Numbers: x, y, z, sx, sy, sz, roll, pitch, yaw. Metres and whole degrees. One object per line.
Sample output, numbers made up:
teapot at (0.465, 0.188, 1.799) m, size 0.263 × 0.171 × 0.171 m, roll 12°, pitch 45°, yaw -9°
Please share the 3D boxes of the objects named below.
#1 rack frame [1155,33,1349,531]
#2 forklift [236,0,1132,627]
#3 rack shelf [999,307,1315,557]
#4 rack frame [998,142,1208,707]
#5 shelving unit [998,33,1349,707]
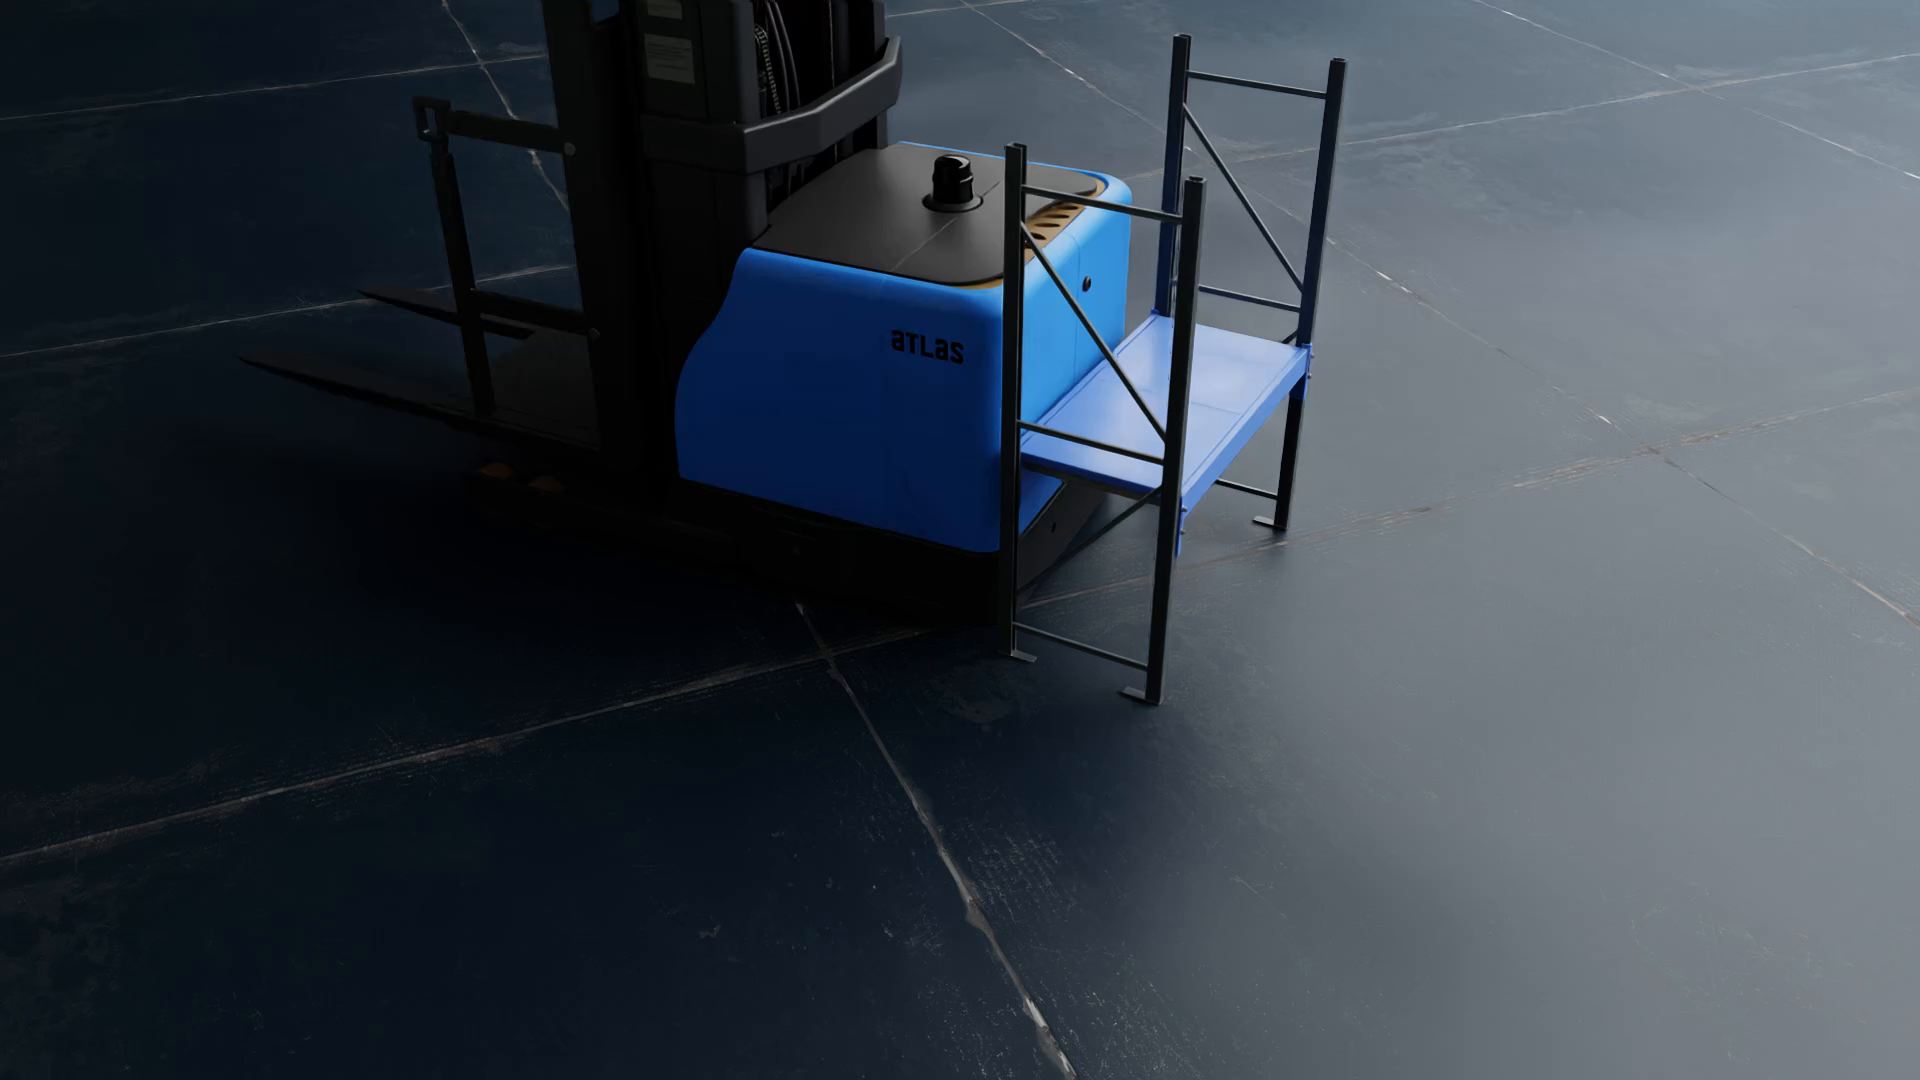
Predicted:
rack frame at (0.827, -0.731, 4.998) m, size 0.500 × 1.500 × 0.032 m, roll 17°, pitch 37°, yaw 24°
forklift at (-1.034, -1.511, 4.884) m, size 3.031 × 2.935 × 1.130 m, roll 14°, pitch 36°, yaw 21°
rack shelf at (0.580, -0.338, 4.723) m, size 0.538 × 0.185 × 1.000 m, roll 17°, pitch 37°, yaw 24°
rack frame at (0.334, -0.246, 4.253) m, size 0.500 × 1.500 × 0.032 m, roll 17°, pitch 37°, yaw 24°
shelving unit at (0.580, -0.488, 4.625) m, size 0.538 × 1.500 × 1.048 m, roll 17°, pitch 37°, yaw 24°
